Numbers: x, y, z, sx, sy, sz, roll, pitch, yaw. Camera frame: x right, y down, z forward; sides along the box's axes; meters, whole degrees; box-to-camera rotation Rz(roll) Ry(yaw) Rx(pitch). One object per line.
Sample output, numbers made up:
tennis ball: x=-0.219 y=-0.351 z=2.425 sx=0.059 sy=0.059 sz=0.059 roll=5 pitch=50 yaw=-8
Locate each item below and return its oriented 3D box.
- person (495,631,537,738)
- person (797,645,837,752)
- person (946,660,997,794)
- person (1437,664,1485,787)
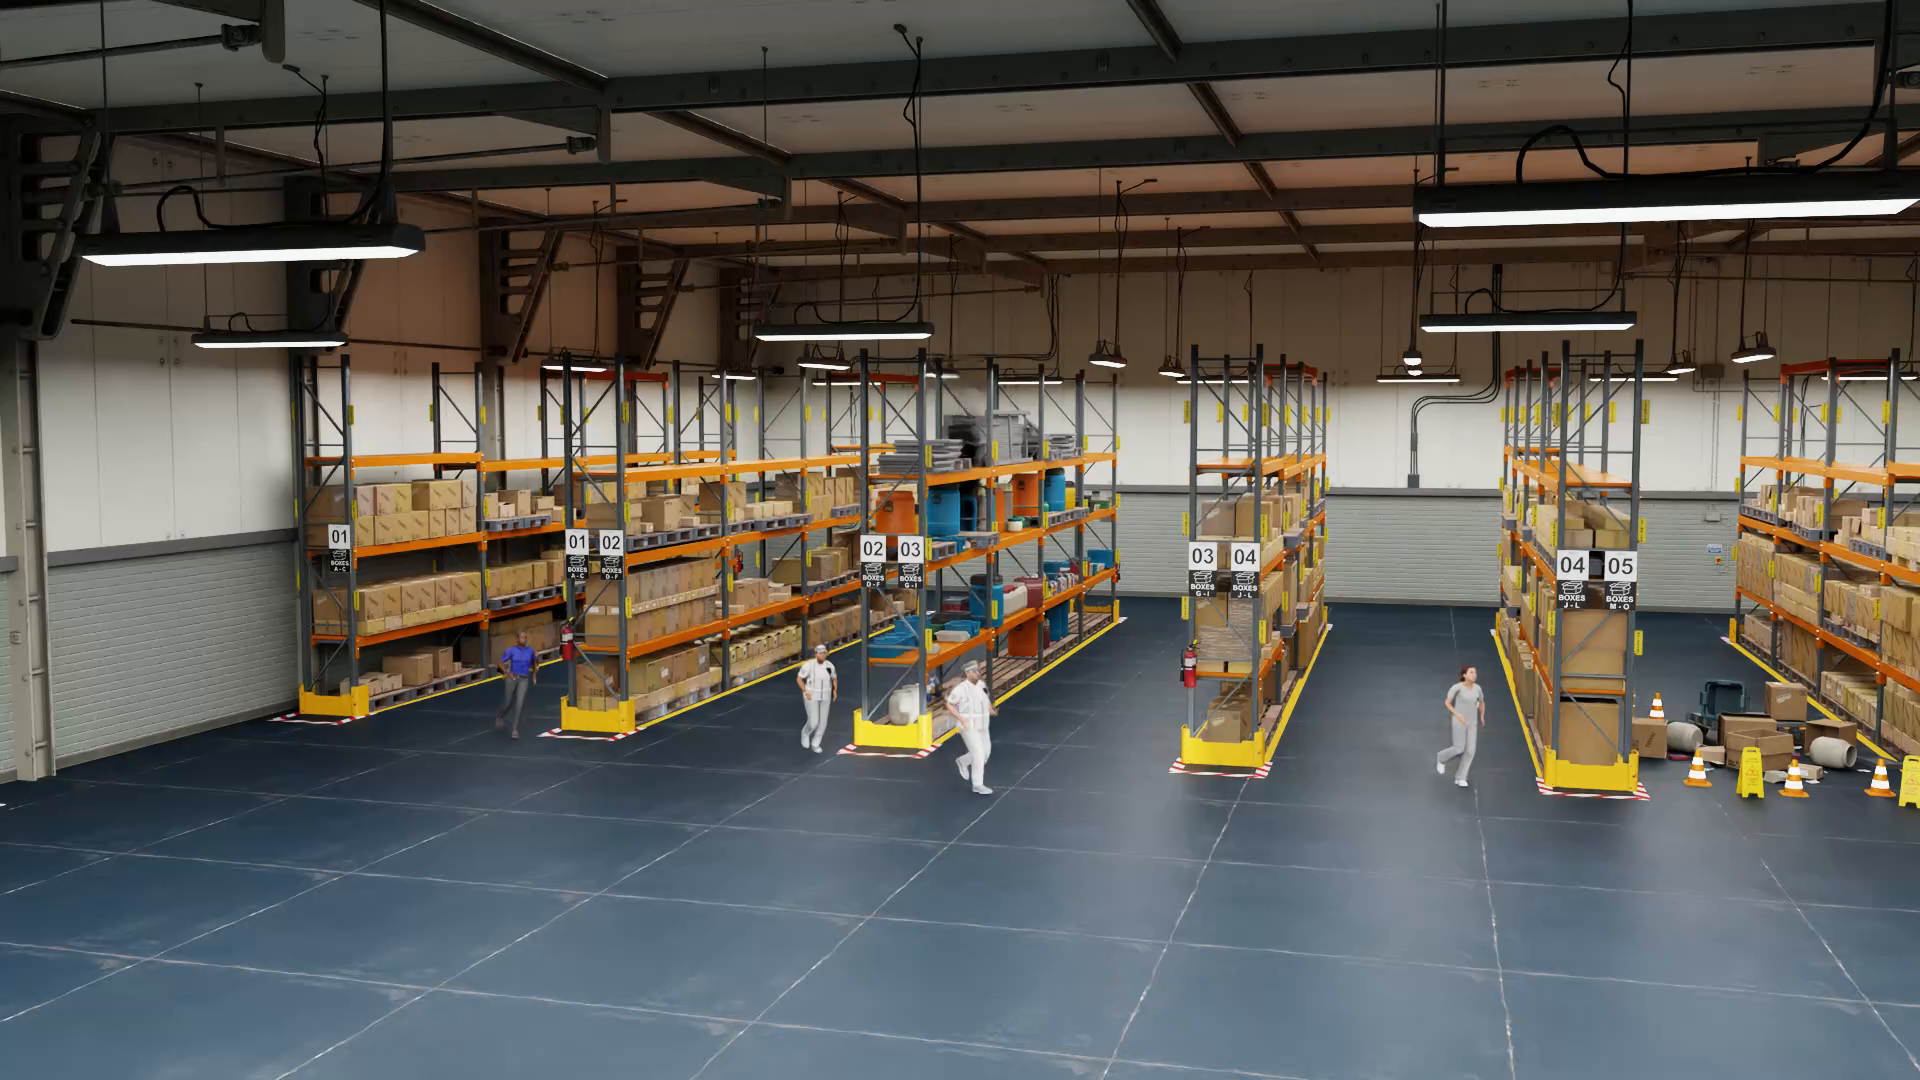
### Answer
person: x=-6.917 y=2.234 z=26.088 sx=0.649 sy=1.613 sz=0.886 roll=-2 pitch=5 yaw=-28
person: x=-2.095 y=2.357 z=24.702 sx=0.606 sy=1.602 sz=0.526 roll=-2 pitch=5 yaw=-24
person: x=0.159 y=2.468 z=22.190 sx=0.685 sy=1.741 sz=0.816 roll=-4 pitch=6 yaw=-42
person: x=6.875 y=2.494 z=22.645 sx=0.605 sy=1.630 sz=0.697 roll=-1 pitch=4 yaw=-15
